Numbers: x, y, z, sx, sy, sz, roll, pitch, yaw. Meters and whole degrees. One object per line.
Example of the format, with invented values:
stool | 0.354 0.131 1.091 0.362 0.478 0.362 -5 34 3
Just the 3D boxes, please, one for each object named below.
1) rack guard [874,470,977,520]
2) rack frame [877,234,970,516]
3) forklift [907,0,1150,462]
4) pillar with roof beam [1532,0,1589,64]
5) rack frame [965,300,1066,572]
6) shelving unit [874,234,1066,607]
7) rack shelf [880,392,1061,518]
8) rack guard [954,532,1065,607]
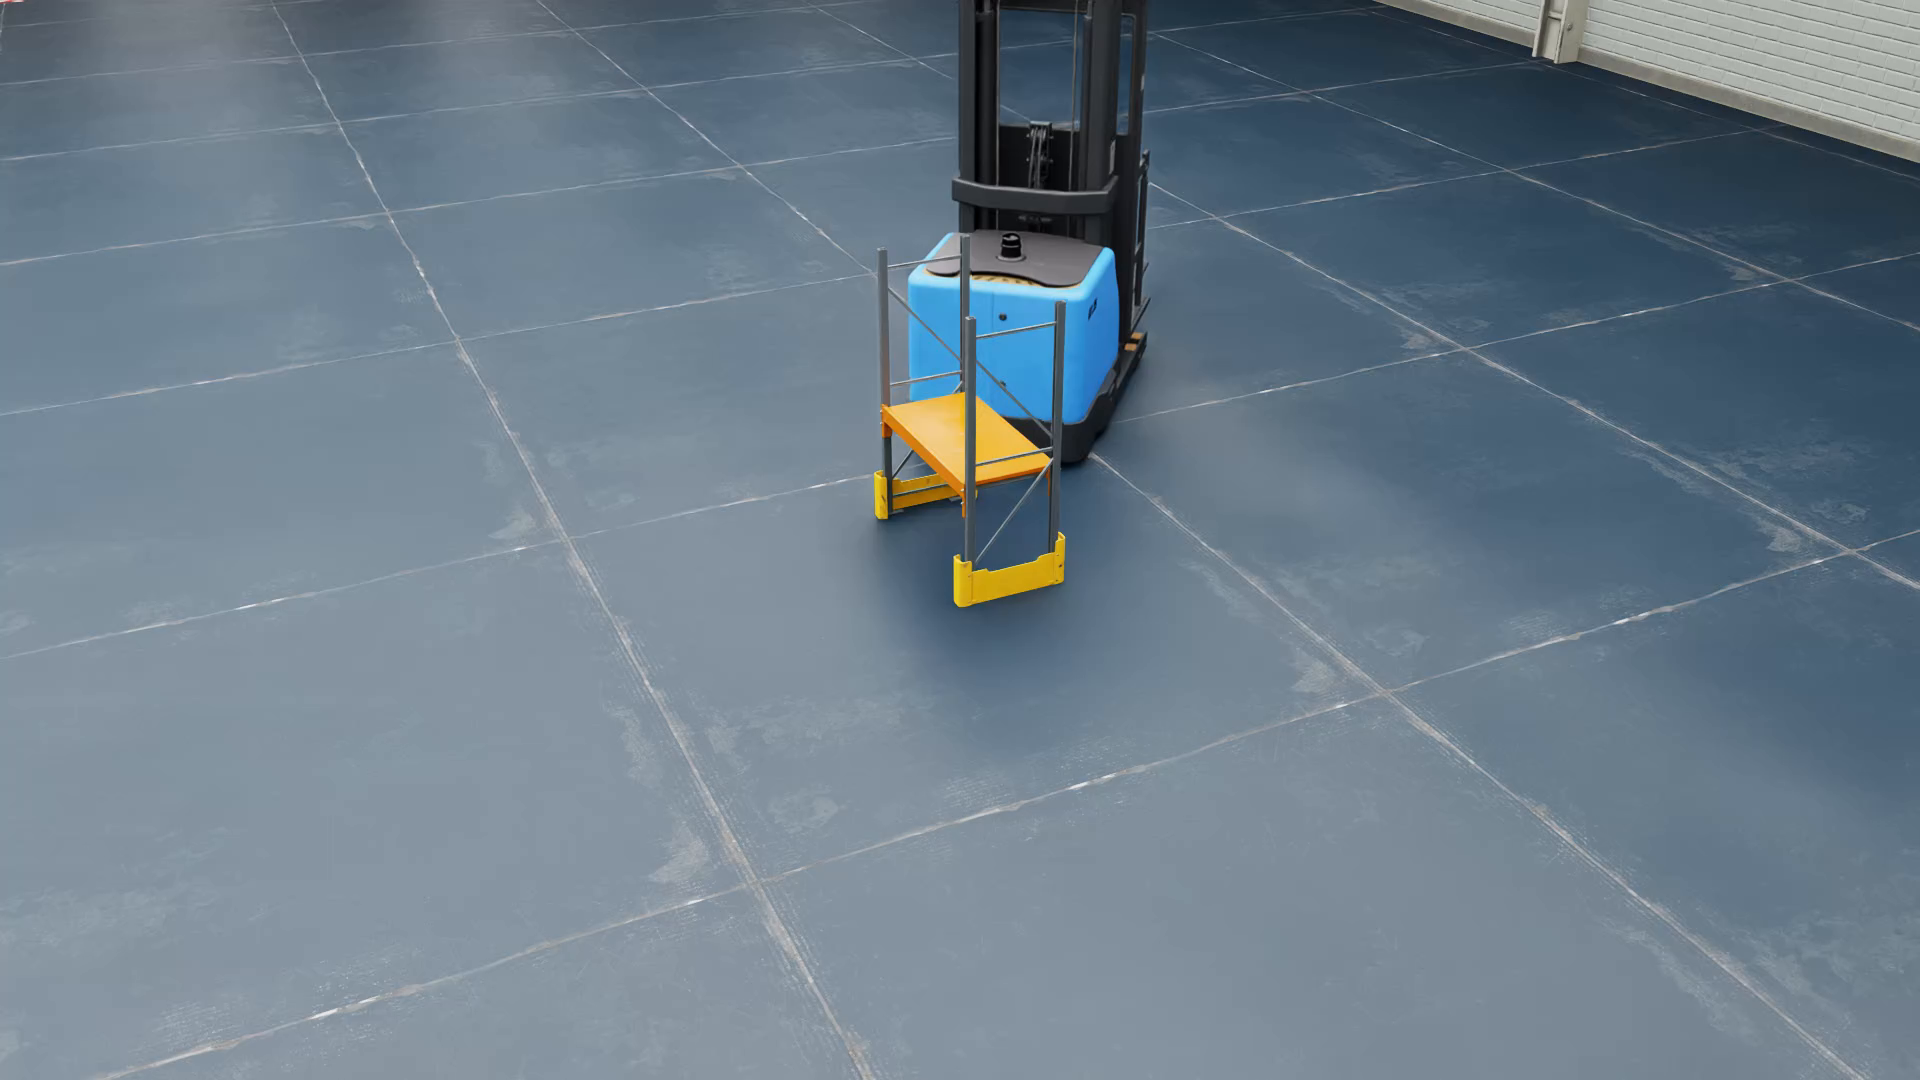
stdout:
rack guard | -0.181 -0.295 9.021 0.587 0.250 0.087 -13 32 -22
rack frame | -0.182 -0.841 8.716 0.500 1.500 0.032 -13 32 -22
forklift | 0.596 -2.423 10.074 1.130 2.935 3.031 8 30 14
pillar with roof beam | 2.590 -8.264 14.287 9.100 9.000 0.400 -13 32 -22
rack frame | 0.255 -0.392 7.916 0.500 1.500 0.032 -13 32 -22
shelving unit | 0.033 -0.620 8.323 0.587 1.500 1.083 -13 32 -22
rack shelf | 0.037 -0.460 8.404 0.538 0.185 1.000 -13 32 -22
rack guard | 0.247 0.145 8.236 0.587 0.250 0.087 -13 32 -22
